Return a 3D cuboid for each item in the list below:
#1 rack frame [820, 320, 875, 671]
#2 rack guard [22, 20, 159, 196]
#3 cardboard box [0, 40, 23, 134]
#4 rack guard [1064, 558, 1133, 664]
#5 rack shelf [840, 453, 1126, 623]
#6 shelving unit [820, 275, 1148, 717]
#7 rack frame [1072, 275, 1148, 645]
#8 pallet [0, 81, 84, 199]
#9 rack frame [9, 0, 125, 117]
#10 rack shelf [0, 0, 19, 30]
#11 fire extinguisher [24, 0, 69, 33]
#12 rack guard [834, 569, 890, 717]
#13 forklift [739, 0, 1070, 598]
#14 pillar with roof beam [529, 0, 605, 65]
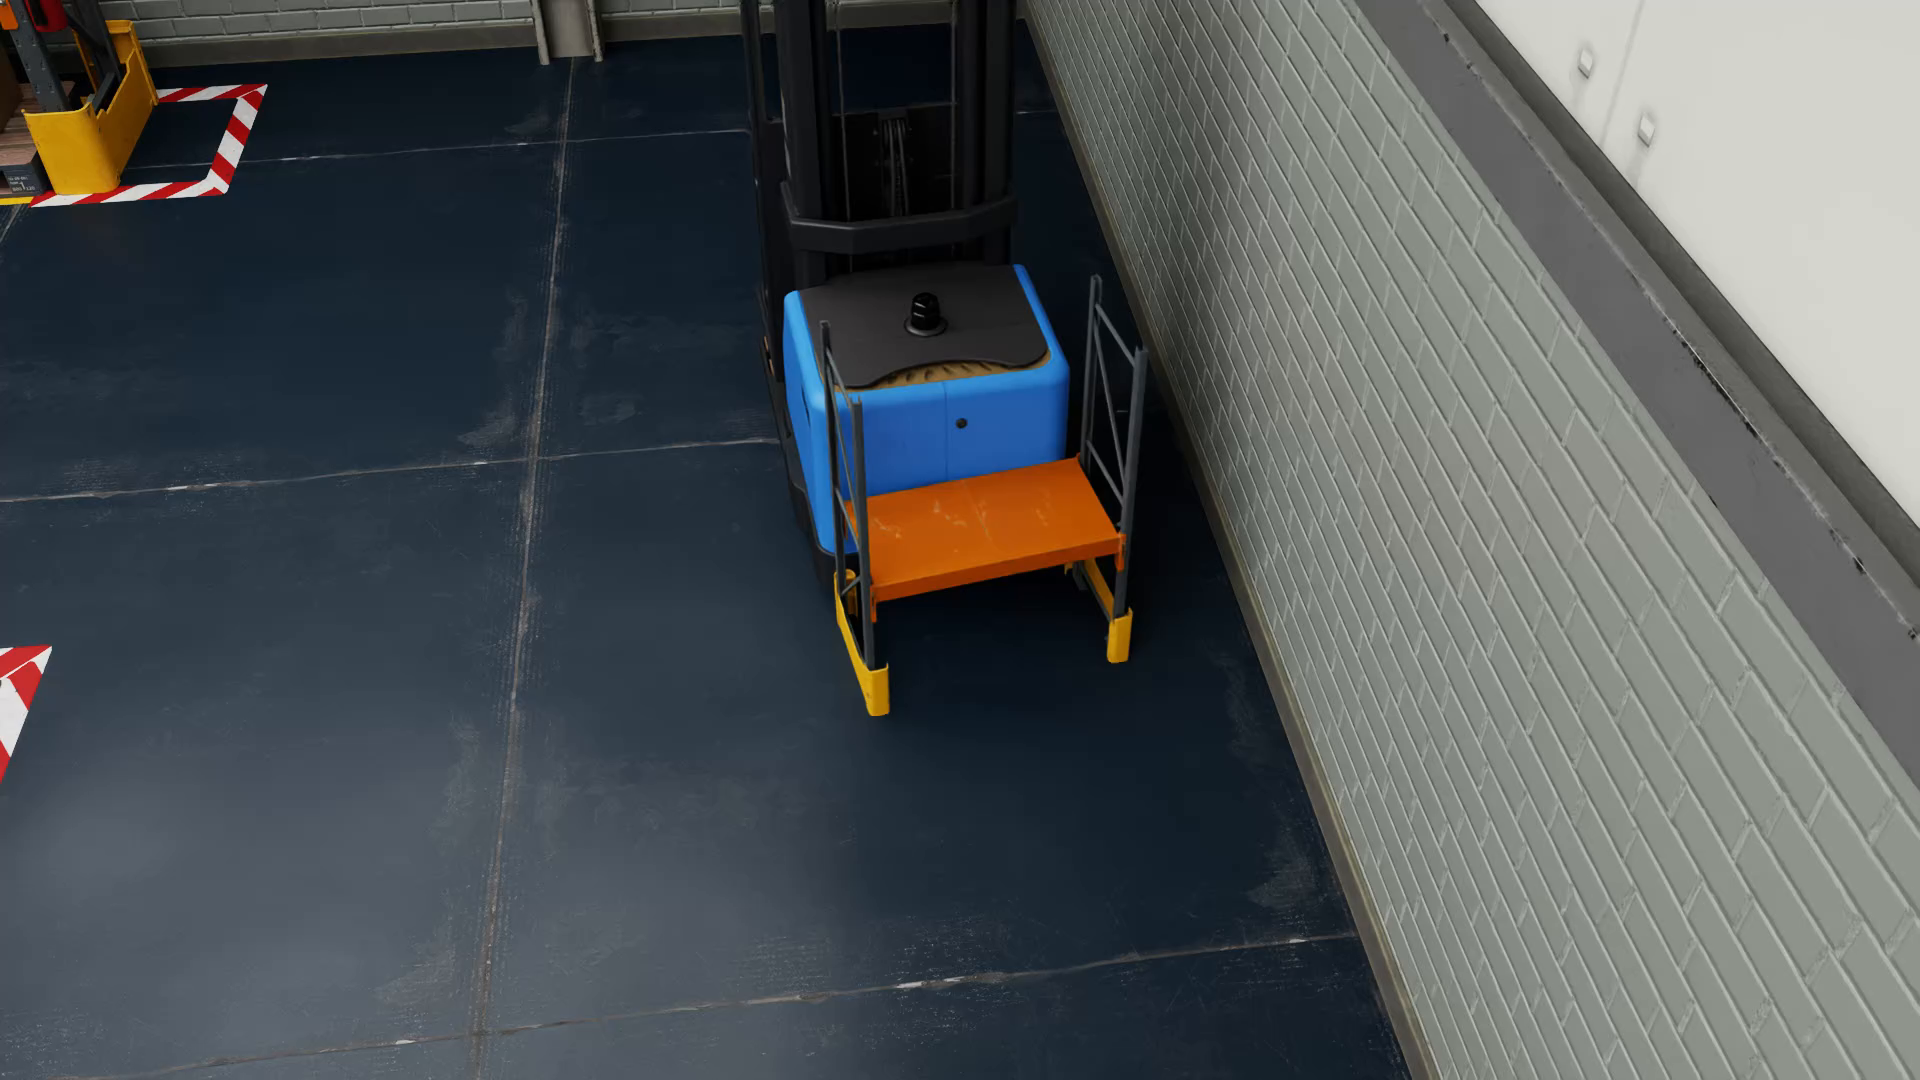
[{"bbox_3d":[-0.410,-0.056,6.192,0.032,1.500,0.500,-11,43,-12],"label":"rack frame"},{"bbox_3d":[-5.041,-2.533,9.685,0.348,0.500,1.175,-5,42,-6],"label":"rack guard"},{"bbox_3d":[-5.745,-2.559,9.401,0.500,0.500,0.700,-5,42,-6],"label":"cardboard box"},{"bbox_3d":[0.563,0.213,6.827,0.087,0.250,0.587,-11,43,-12],"label":"rack guard"},{"bbox_3d":[0.077,-0.020,6.421,1.000,0.185,0.538,-11,43,-12],"label":"rack shelf"},{"bbox_3d":[0.086,-0.155,6.302,1.083,1.500,0.587,-11,43,-12],"label":"shelving unit"},{"bbox_3d":[0.564,-0.251,6.409,0.032,1.500,0.500,-11,43,-12],"label":"rack frame"},{"bbox_3d":[-5.847,-2.302,9.645,1.213,0.211,1.003,-5,42,-6],"label":"pallet"},{"bbox_3d":[-5.064,-3.459,8.845,0.127,3.000,1.000,-5,42,-6],"label":"rack frame"},{"bbox_3d":[-7.047,-3.018,8.894,4.000,0.370,1.077,-5,42,-6],"label":"rack shelf"},{"bbox_3d":[-4.855,-2.998,8.671,0.183,0.674,0.296,-5,42,-6],"label":"fire extinguisher"},{"bbox_3d":[-0.391,0.404,6.615,0.087,0.250,0.587,-11,43,-12],"label":"rack guard"},{"bbox_3d":[-0.371,-1.842,7.103,1.130,2.935,3.031,-8,43,-9],"label":"forklift"},{"bbox_3d":[-1.941,-3.636,4.563,0.400,9.000,9.100,-5,42,-6],"label":"pillar with roof beam"}]
